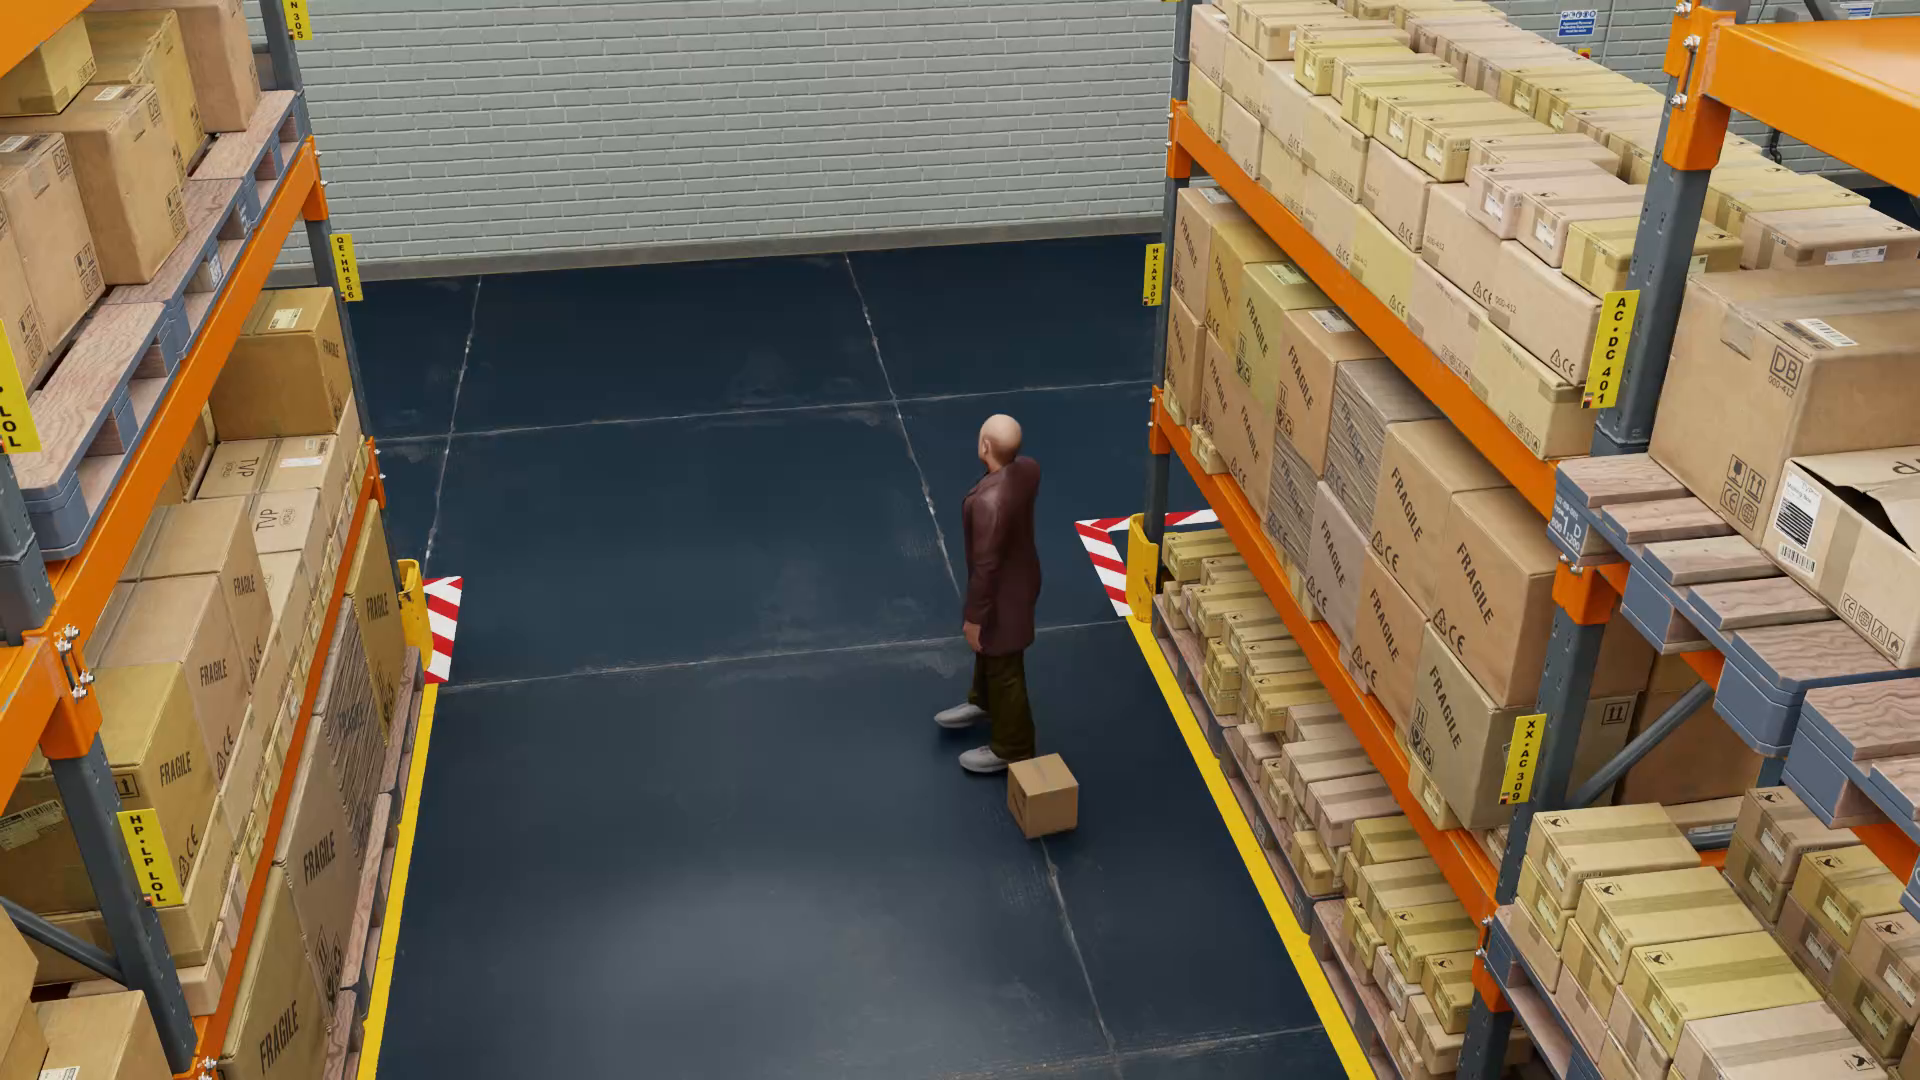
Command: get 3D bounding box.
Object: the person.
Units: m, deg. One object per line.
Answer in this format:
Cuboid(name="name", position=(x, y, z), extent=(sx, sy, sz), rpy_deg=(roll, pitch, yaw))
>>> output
Cuboid(name="person", position=(0.132, 0.234, 7.707), extent=(0.571, 1.780, 0.645), rpy_deg=(10, 32, 17))
